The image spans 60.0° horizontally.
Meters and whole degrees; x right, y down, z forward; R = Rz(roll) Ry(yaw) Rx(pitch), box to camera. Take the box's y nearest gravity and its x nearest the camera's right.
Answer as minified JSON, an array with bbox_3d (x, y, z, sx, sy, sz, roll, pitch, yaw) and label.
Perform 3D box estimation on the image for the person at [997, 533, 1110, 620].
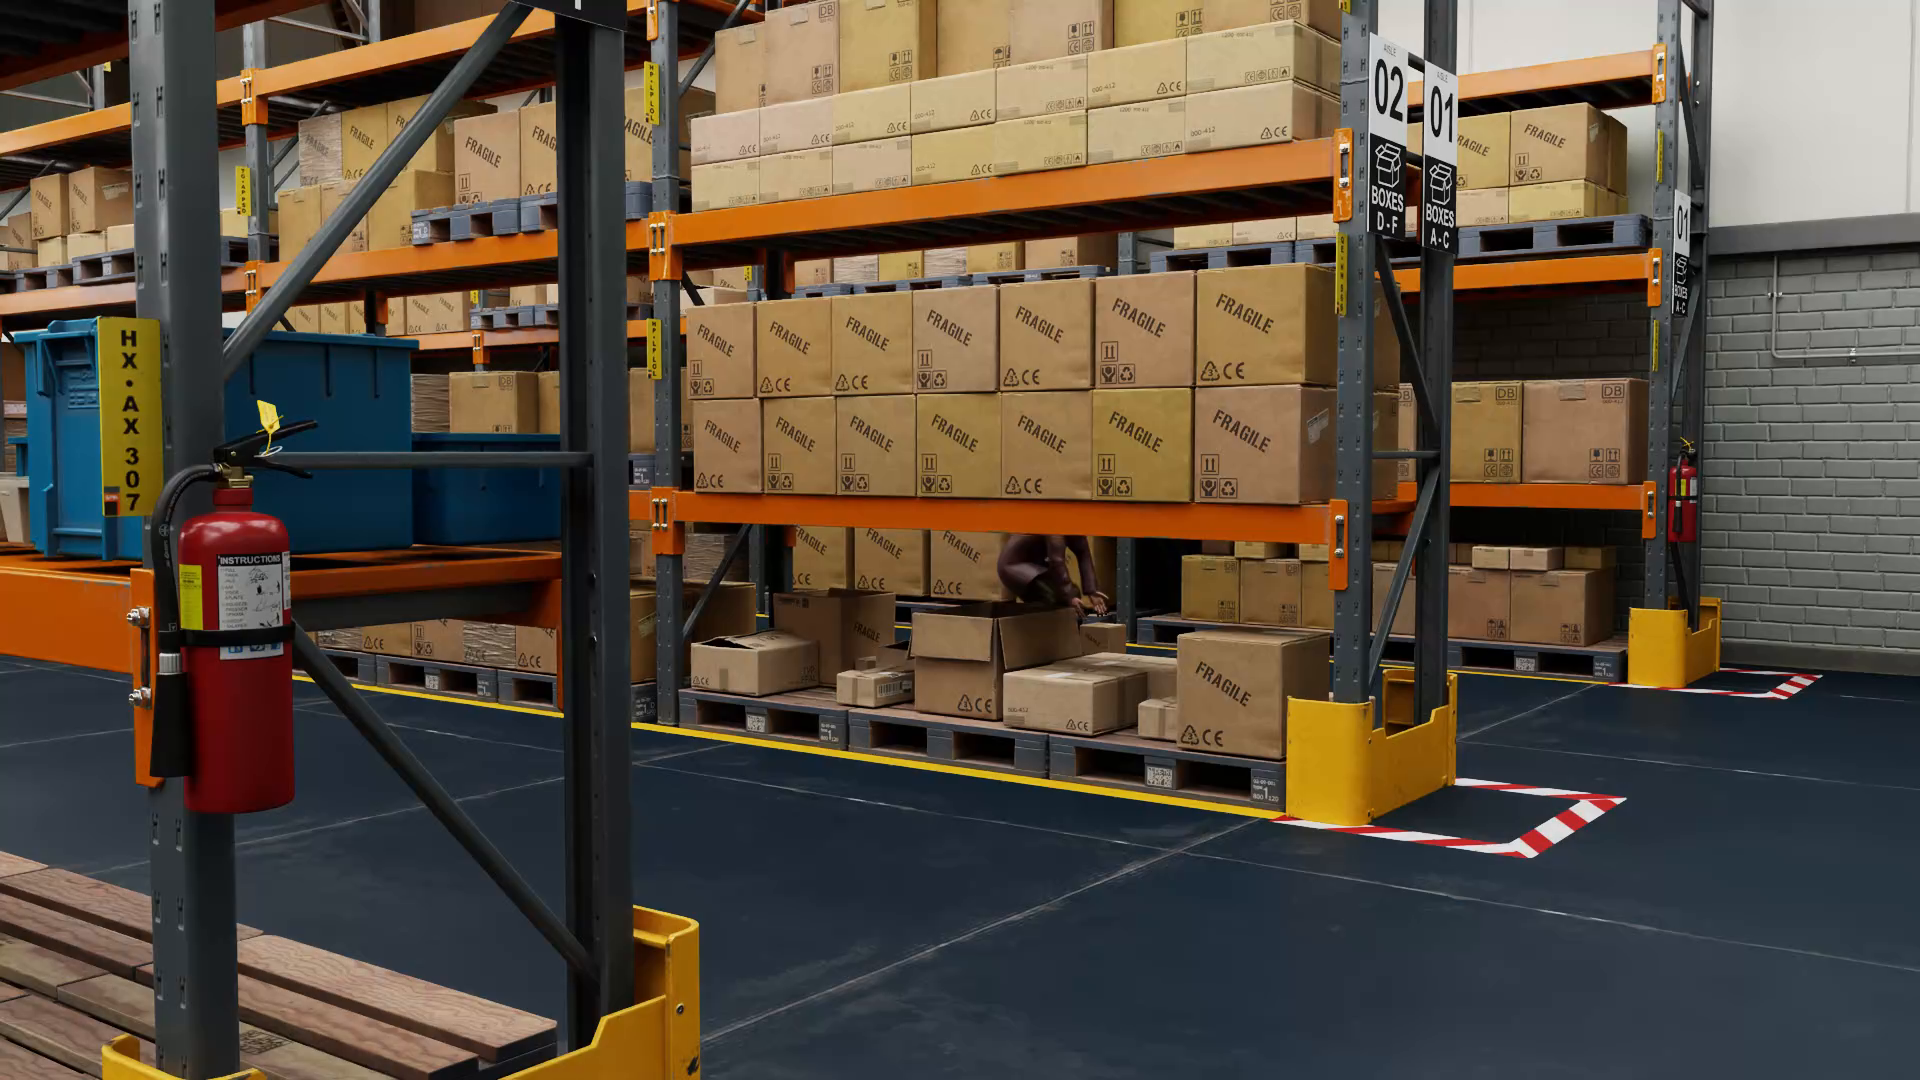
[{"bbox_3d":[0.678,0.256,12.419,0.815,1.211,0.629,2,4,31],"label":"person"}]
